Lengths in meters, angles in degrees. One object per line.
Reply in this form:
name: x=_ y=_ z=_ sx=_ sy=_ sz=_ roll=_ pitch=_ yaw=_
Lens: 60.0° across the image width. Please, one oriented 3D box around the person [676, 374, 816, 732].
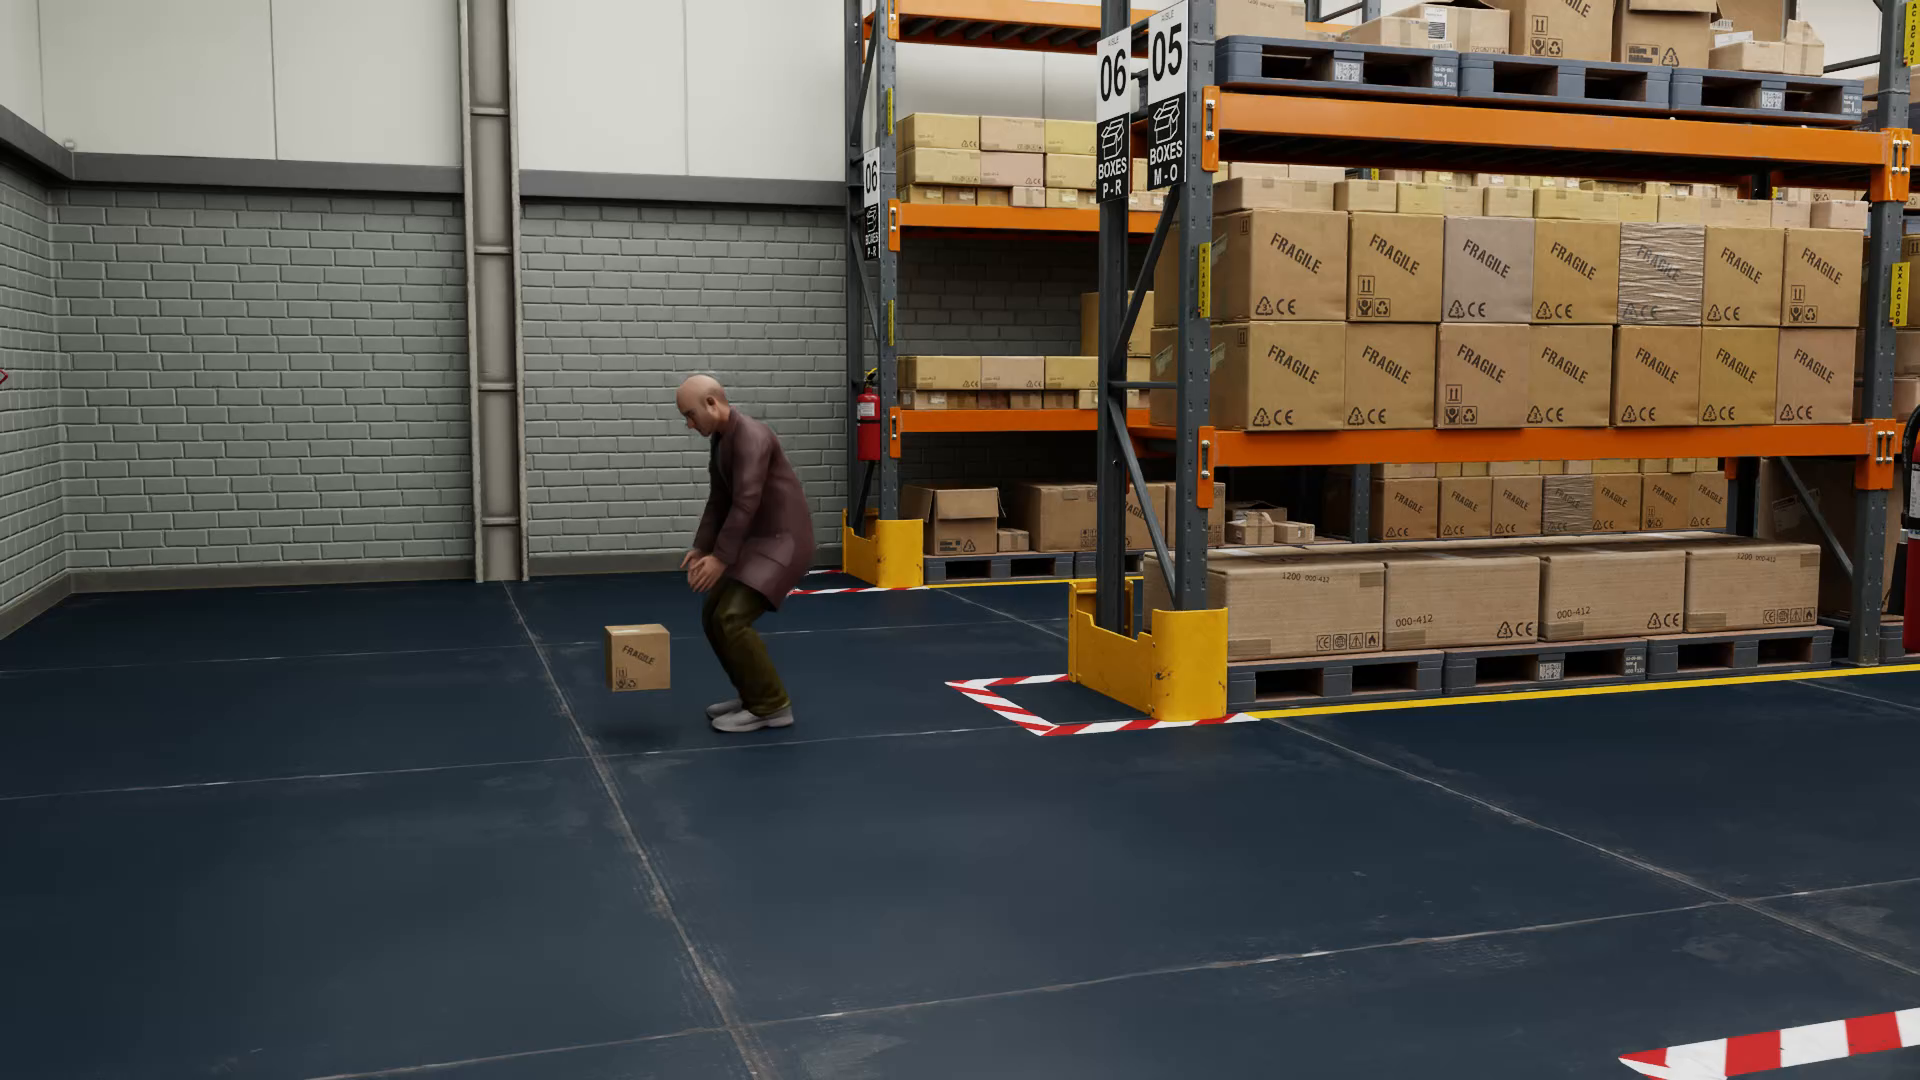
person: x=-0.940 y=0.051 z=7.370 sx=0.612 sy=1.564 sz=0.625 roll=-2 pitch=6 yaw=-18
